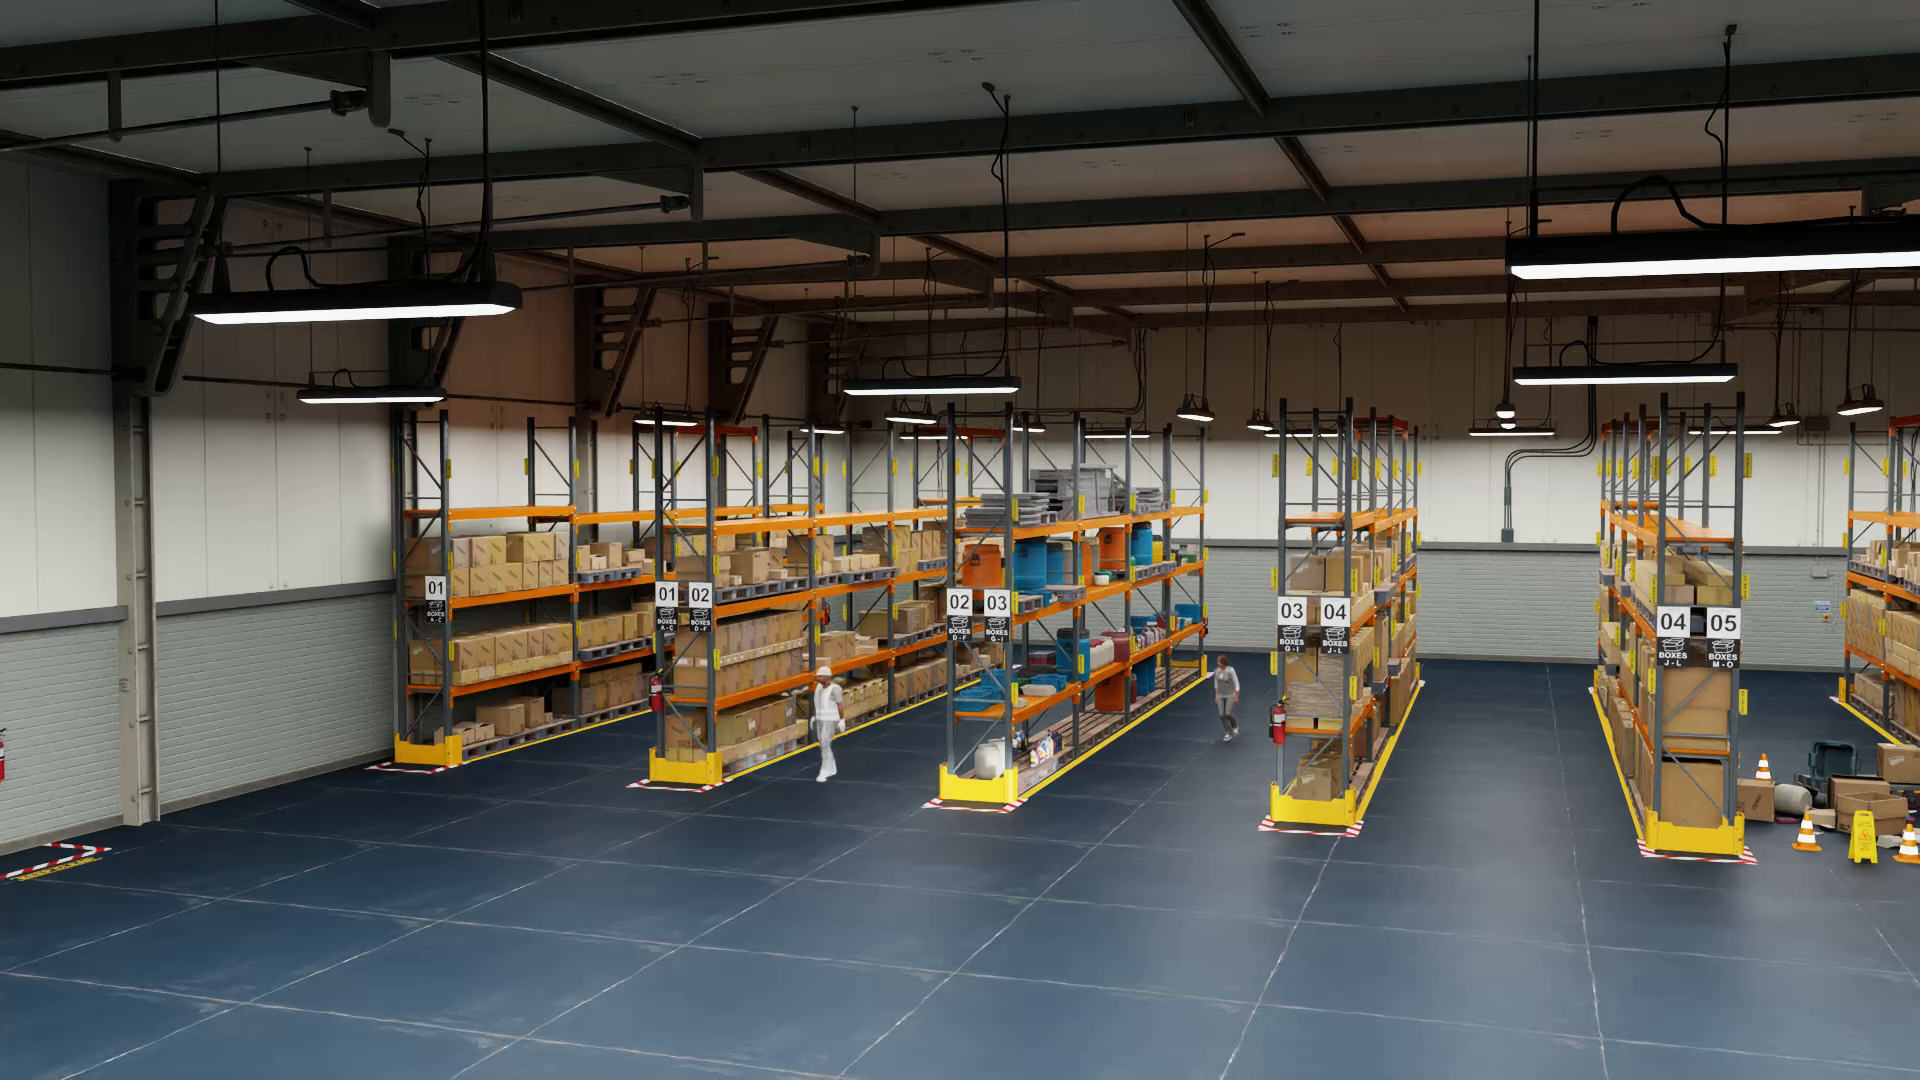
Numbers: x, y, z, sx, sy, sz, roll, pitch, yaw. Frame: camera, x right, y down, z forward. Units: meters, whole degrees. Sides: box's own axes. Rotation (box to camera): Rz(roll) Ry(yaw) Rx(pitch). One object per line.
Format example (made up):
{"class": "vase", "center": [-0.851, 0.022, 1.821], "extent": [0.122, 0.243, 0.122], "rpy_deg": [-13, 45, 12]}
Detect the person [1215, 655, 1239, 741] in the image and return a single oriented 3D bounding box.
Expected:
{"class": "person", "center": [4.936, 2.905, 30.677], "extent": [0.498, 1.579, 0.448], "rpy_deg": [2, 3, 41]}

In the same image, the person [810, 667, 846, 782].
{"class": "person", "center": [-2.235, 2.956, 26.953], "extent": [0.640, 1.788, 0.647], "rpy_deg": [-2, 3, -40]}
